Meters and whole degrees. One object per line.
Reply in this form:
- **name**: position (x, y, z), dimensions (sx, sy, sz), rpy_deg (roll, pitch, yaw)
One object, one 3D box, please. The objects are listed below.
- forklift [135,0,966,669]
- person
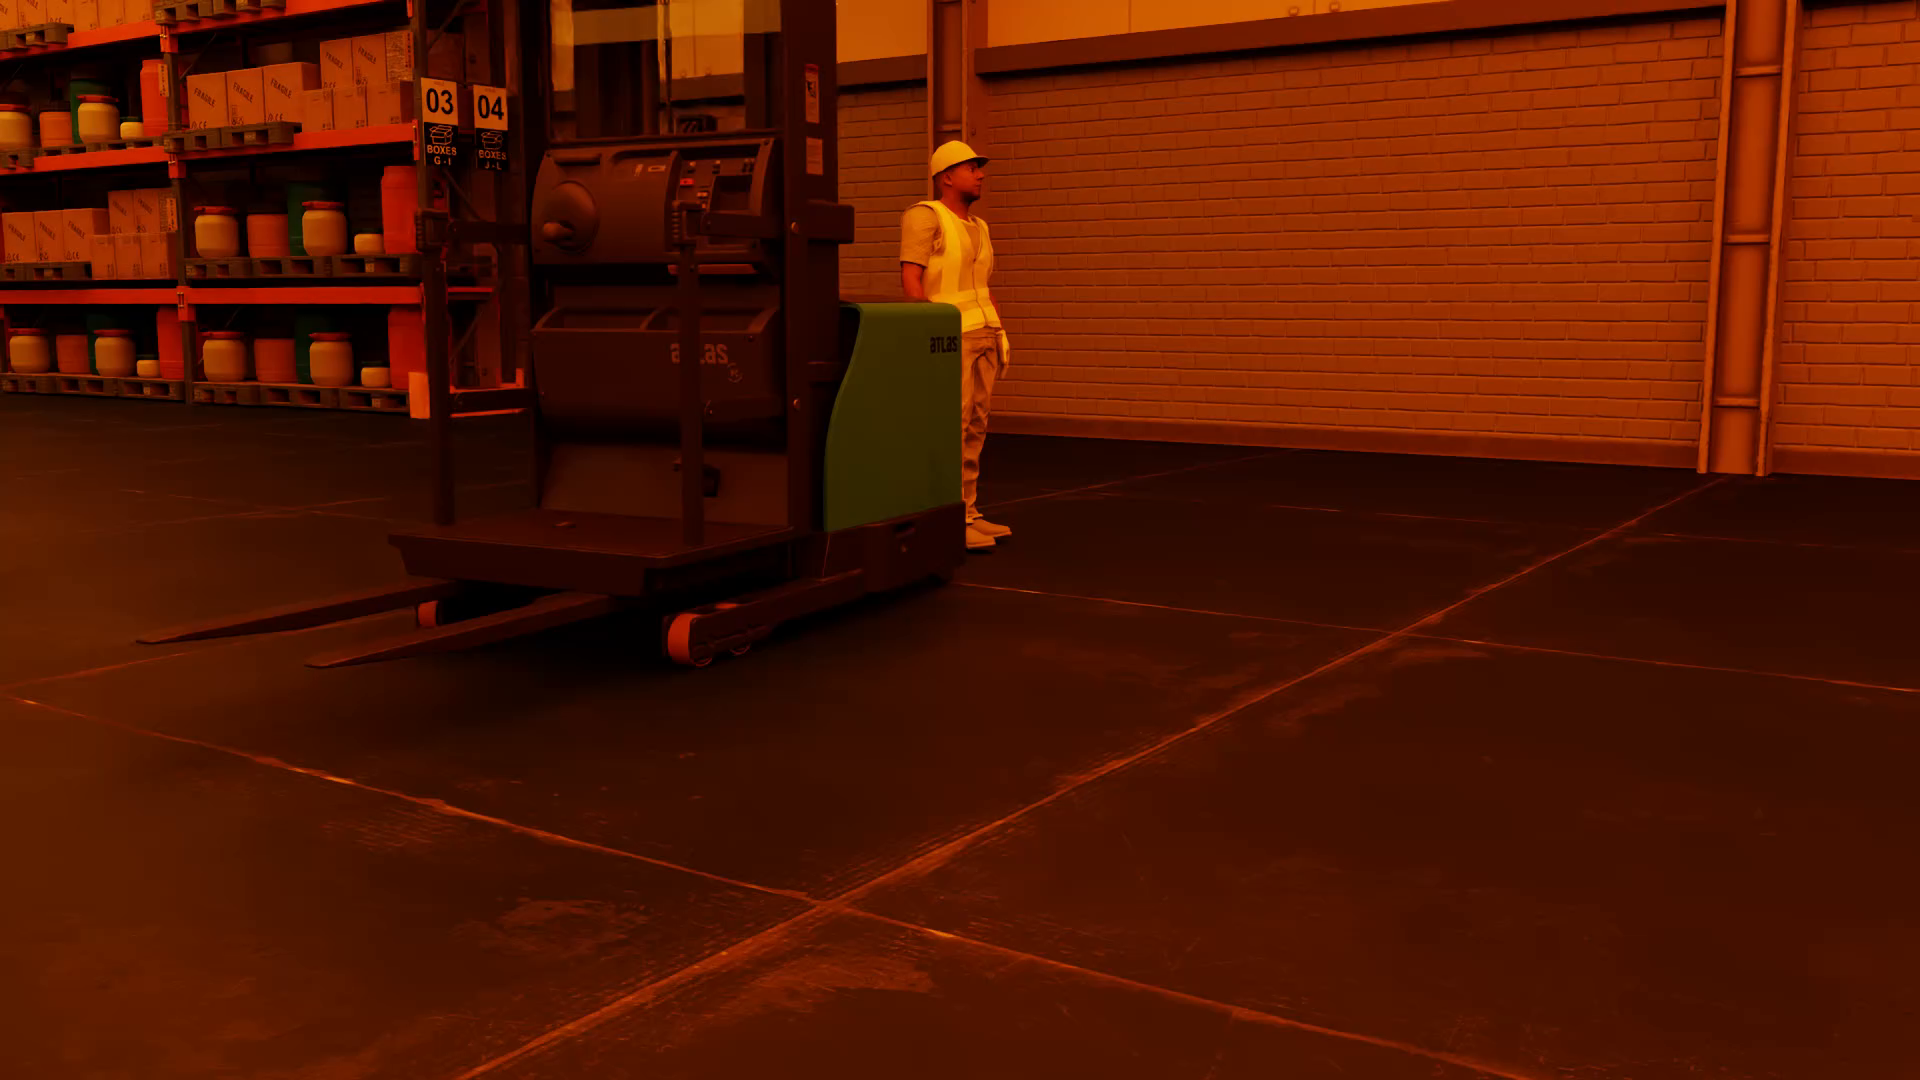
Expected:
- **forklift**: position (-1.105, -1.143, 5.230), dimensions (1.130, 2.935, 3.031), rpy_deg (4, 9, 27)
- **person**: position (0.054, -0.883, 7.430), dimensions (0.577, 1.782, 0.656), rpy_deg (5, 10, 34)
